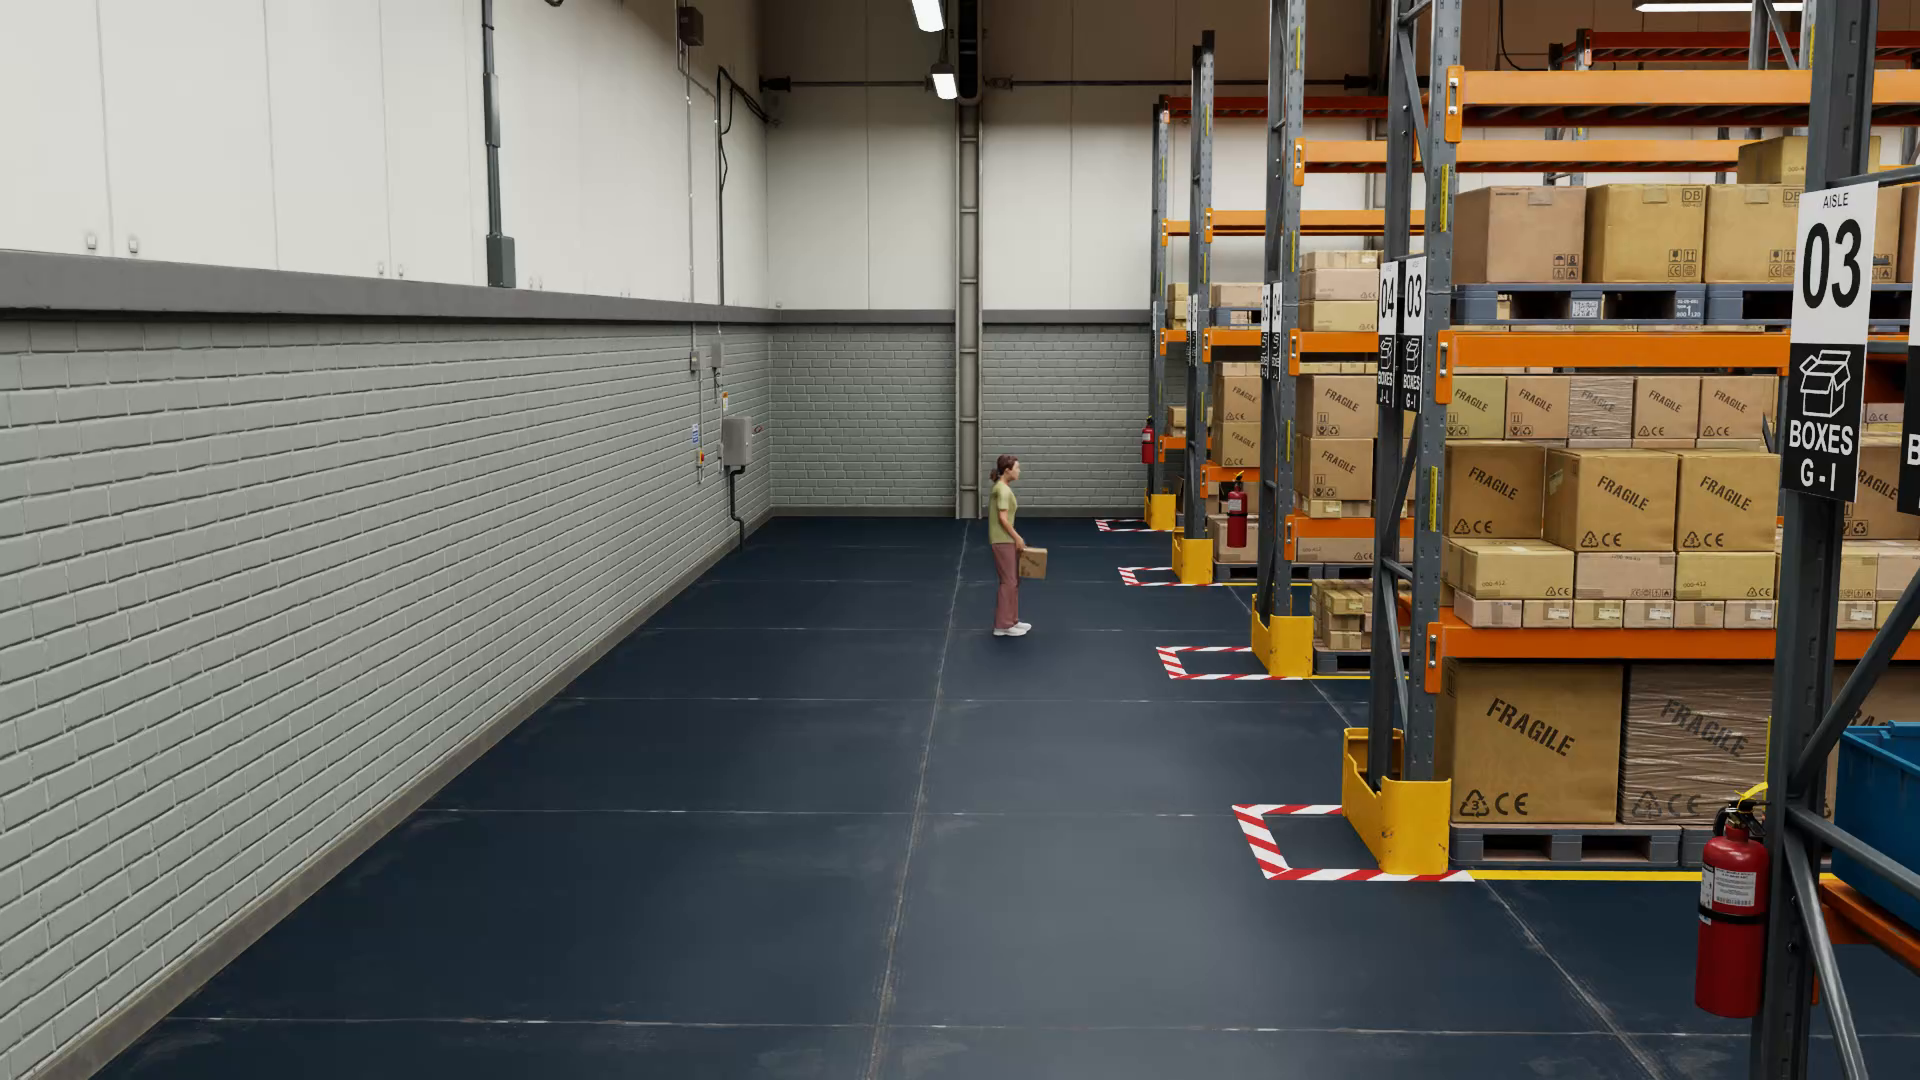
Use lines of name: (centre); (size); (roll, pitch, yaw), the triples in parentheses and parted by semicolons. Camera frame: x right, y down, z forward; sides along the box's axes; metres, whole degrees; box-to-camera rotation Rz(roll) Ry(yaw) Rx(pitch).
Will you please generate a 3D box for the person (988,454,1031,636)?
person: (0.464, 0.035, 15.491); (0.414, 1.676, 0.477); (0, 7, 0)
